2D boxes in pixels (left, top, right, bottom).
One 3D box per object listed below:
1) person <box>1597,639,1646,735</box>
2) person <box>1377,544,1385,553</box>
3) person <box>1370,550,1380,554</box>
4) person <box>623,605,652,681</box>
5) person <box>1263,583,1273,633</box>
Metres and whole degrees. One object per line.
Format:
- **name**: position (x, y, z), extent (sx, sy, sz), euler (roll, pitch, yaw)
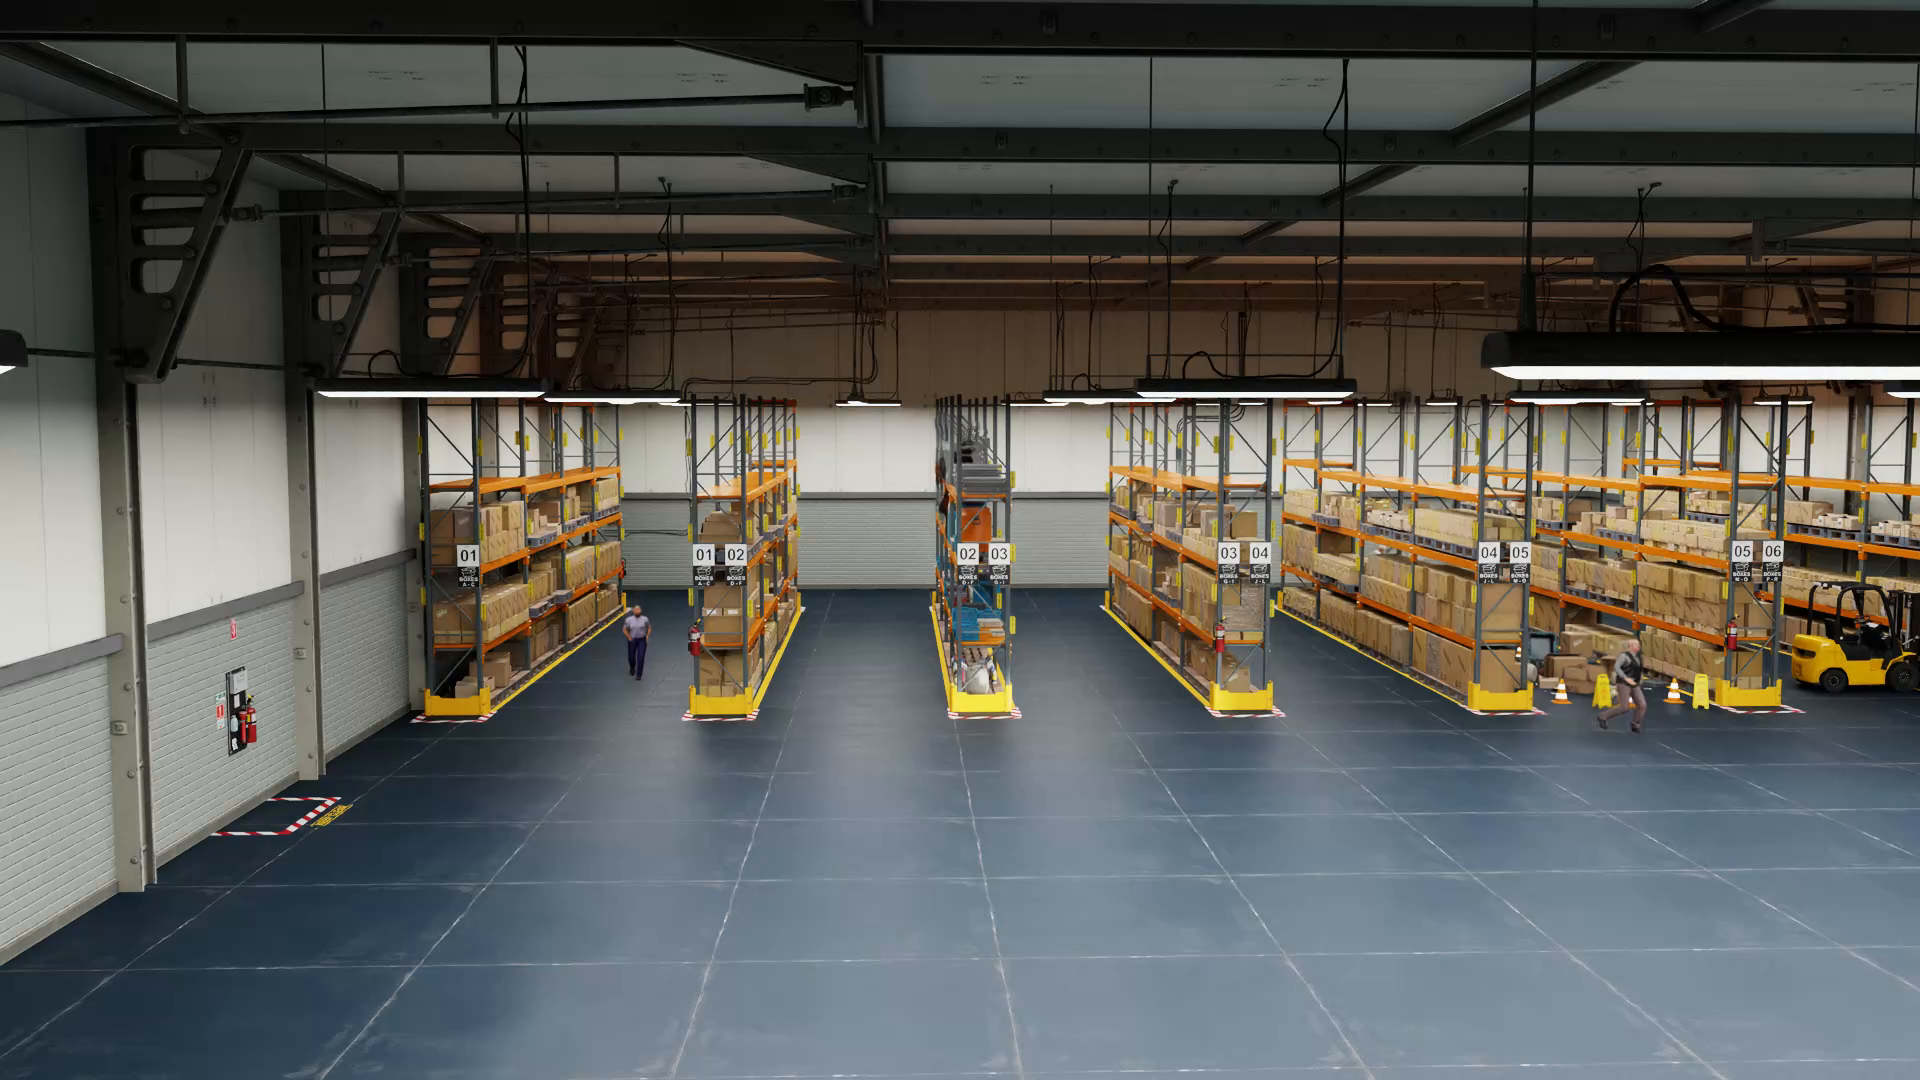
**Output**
- **person**: position (11.779, 2.587, 29.478), extent (0.786, 1.720, 0.713), euler (4, 6, 43)
- **person**: position (12.405, 0.996, 48.944), extent (0.863, 1.771, 0.657), euler (-1, 5, -10)
- **person**: position (11.682, 1.144, 47.147), extent (0.651, 1.725, 0.586), euler (-3, 5, -31)
- **person**: position (-6.807, 2.256, 35.123), extent (0.595, 1.412, 0.561), euler (-1, 5, -13)
- **person**: position (7.803, 1.563, 42.953), extent (0.497, 1.620, 1.005), euler (0, 5, -3)
